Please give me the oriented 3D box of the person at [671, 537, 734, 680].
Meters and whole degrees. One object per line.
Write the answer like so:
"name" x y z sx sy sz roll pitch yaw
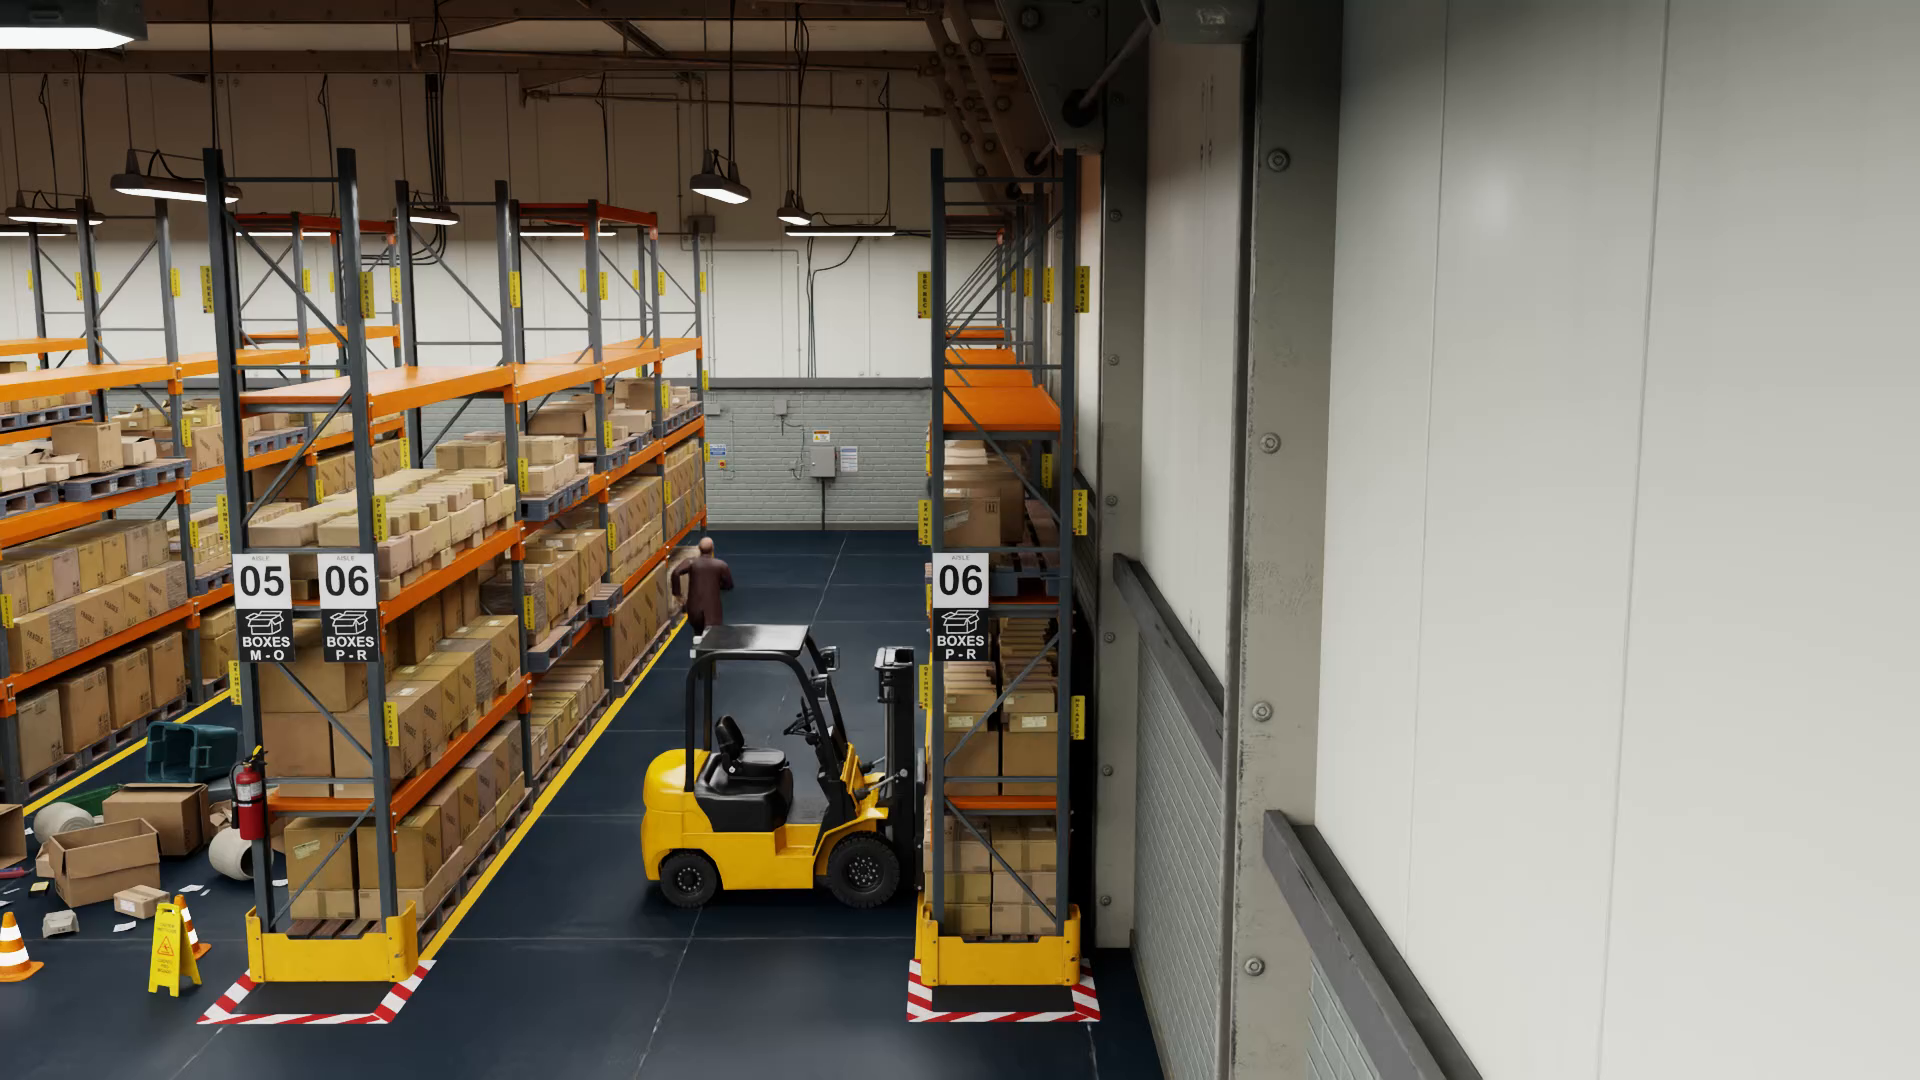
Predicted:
"person" -3.154 0.880 20.427 0.726 1.831 0.952 0 9 2
